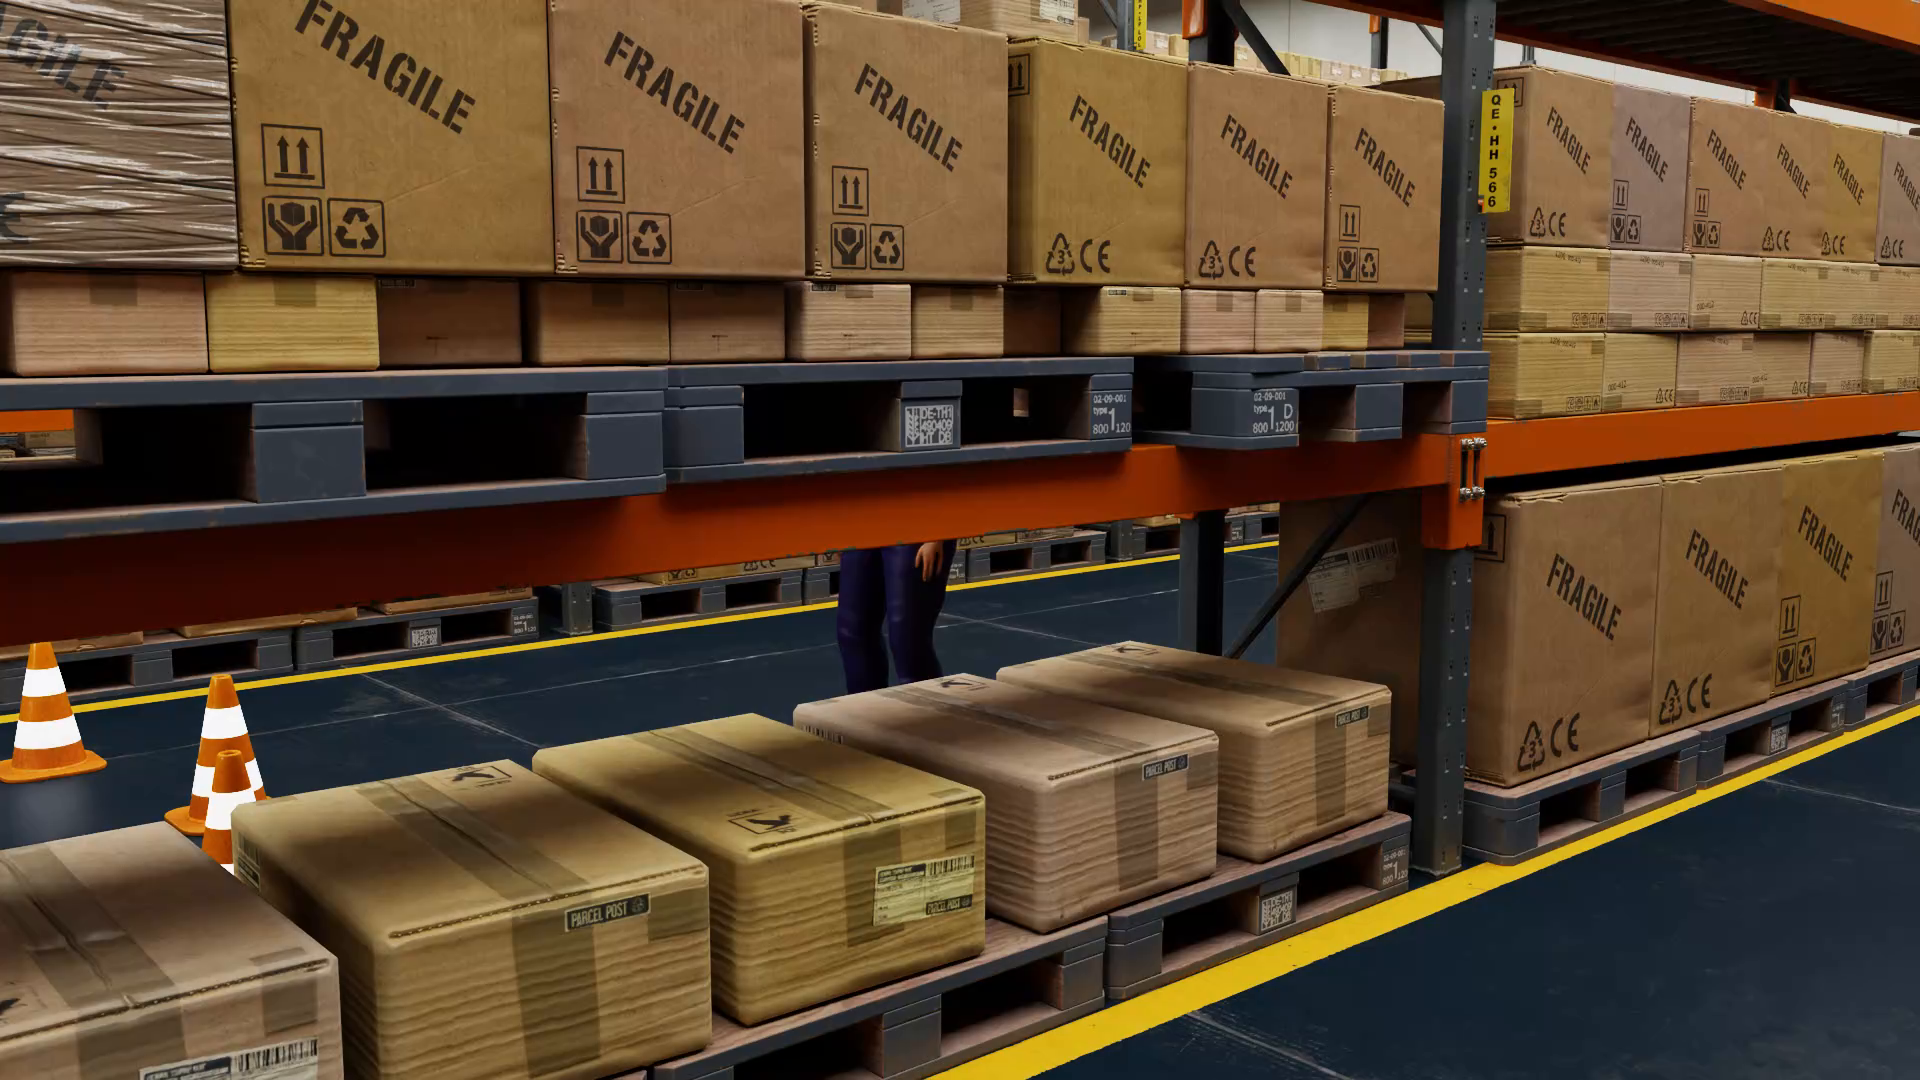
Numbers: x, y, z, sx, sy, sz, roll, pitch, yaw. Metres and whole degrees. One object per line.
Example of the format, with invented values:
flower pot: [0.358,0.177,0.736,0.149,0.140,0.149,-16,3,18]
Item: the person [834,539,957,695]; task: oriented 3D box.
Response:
person: [-0.247,-0.009,5.888,0.559,1.652,0.341,7,11,44]
